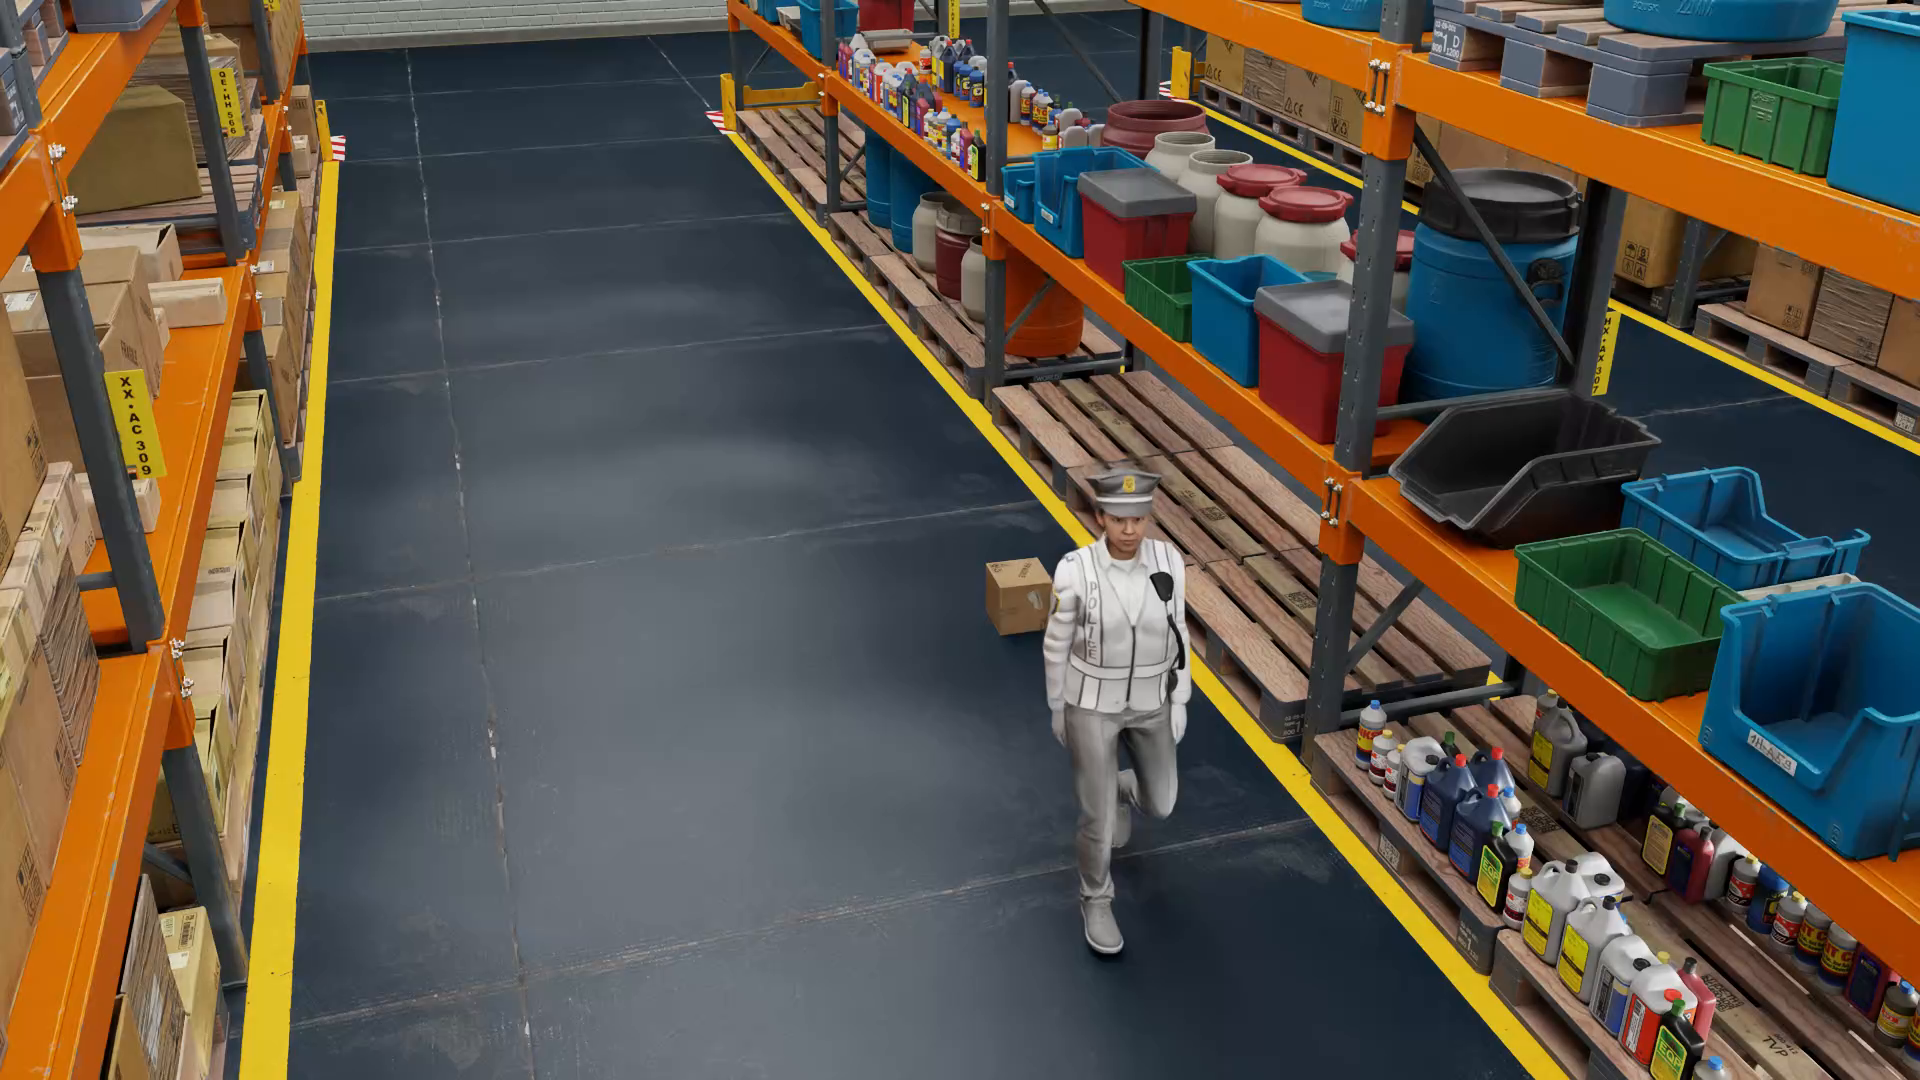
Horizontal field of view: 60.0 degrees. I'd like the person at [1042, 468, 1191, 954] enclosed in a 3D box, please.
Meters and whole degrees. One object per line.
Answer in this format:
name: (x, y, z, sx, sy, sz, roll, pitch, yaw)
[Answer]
person: (0.514, 0.508, 5.525, 0.488, 1.672, 0.648, -6, 27, -12)
